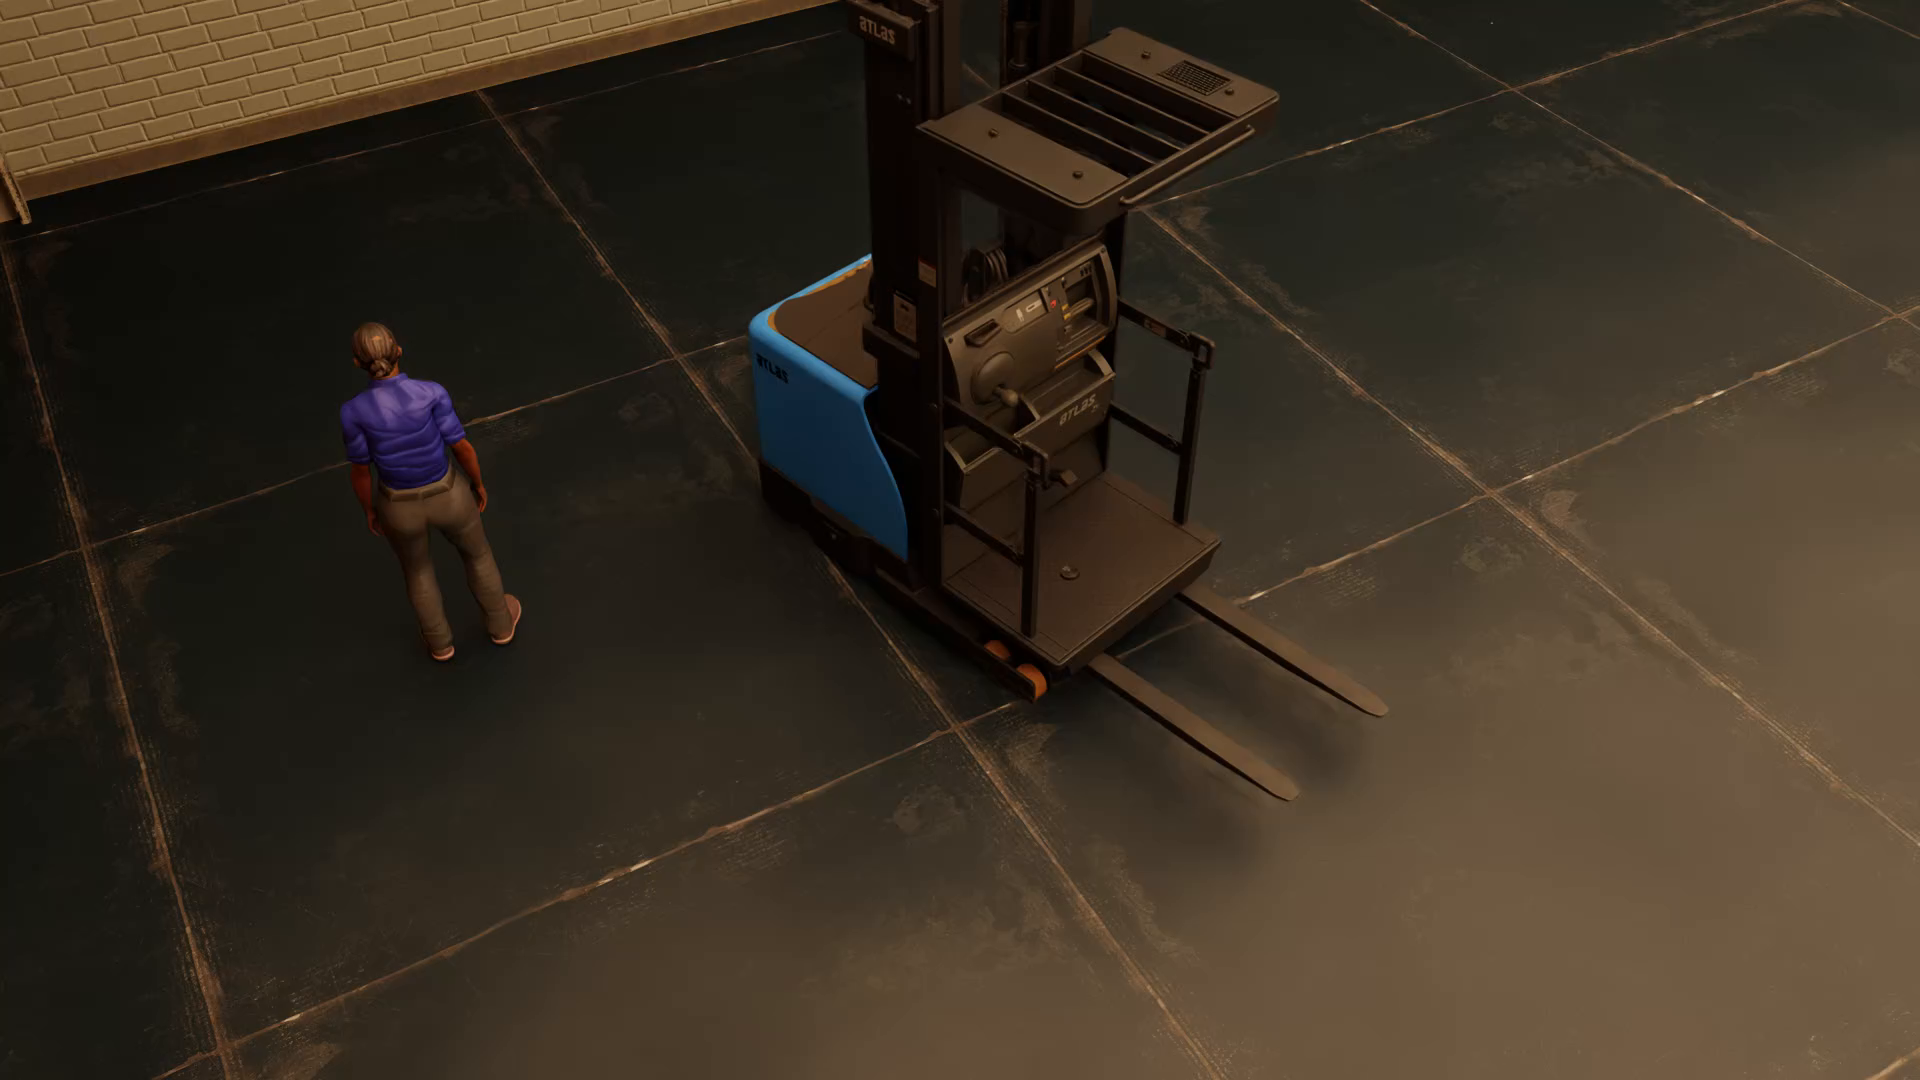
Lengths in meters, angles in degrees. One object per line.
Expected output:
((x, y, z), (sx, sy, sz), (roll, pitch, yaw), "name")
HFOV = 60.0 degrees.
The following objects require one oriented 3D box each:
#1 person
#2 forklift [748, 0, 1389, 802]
((-2.192, -0.173, 6.826), (0.513, 1.653, 0.350), (-14, 45, -14), "person")
((0.444, -0.786, 6.545), (3.031, 2.935, 1.130), (34, 53, 31), "forklift")
